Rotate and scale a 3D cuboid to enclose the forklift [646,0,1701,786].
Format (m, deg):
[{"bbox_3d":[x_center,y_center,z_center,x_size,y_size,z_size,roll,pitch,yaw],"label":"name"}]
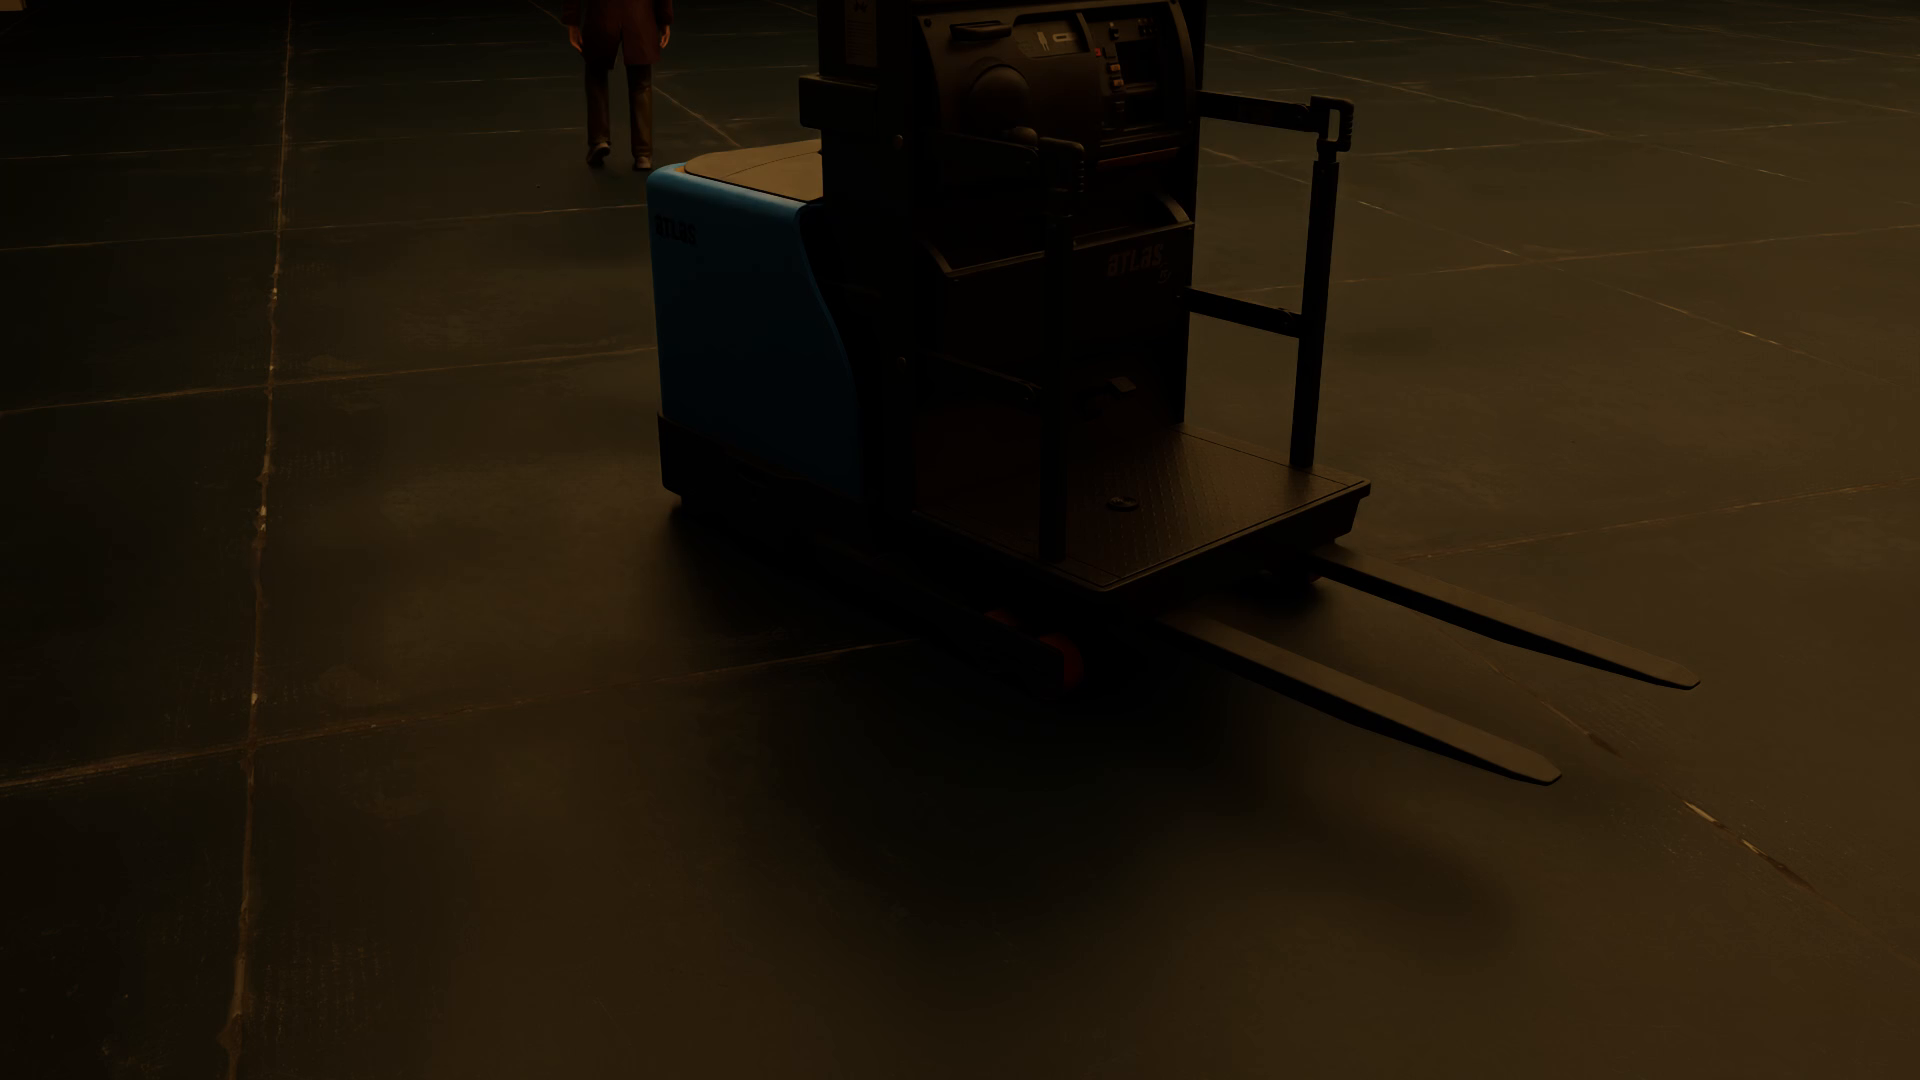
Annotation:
[{"bbox_3d":[0.409,-1.176,4.096,1.130,2.935,3.031,-19,30,-38],"label":"forklift"}]

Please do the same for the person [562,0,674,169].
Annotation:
[{"bbox_3d":[-2.188,-3.254,10.677,0.700,1.805,0.557,-4,23,-10],"label":"person"}]
